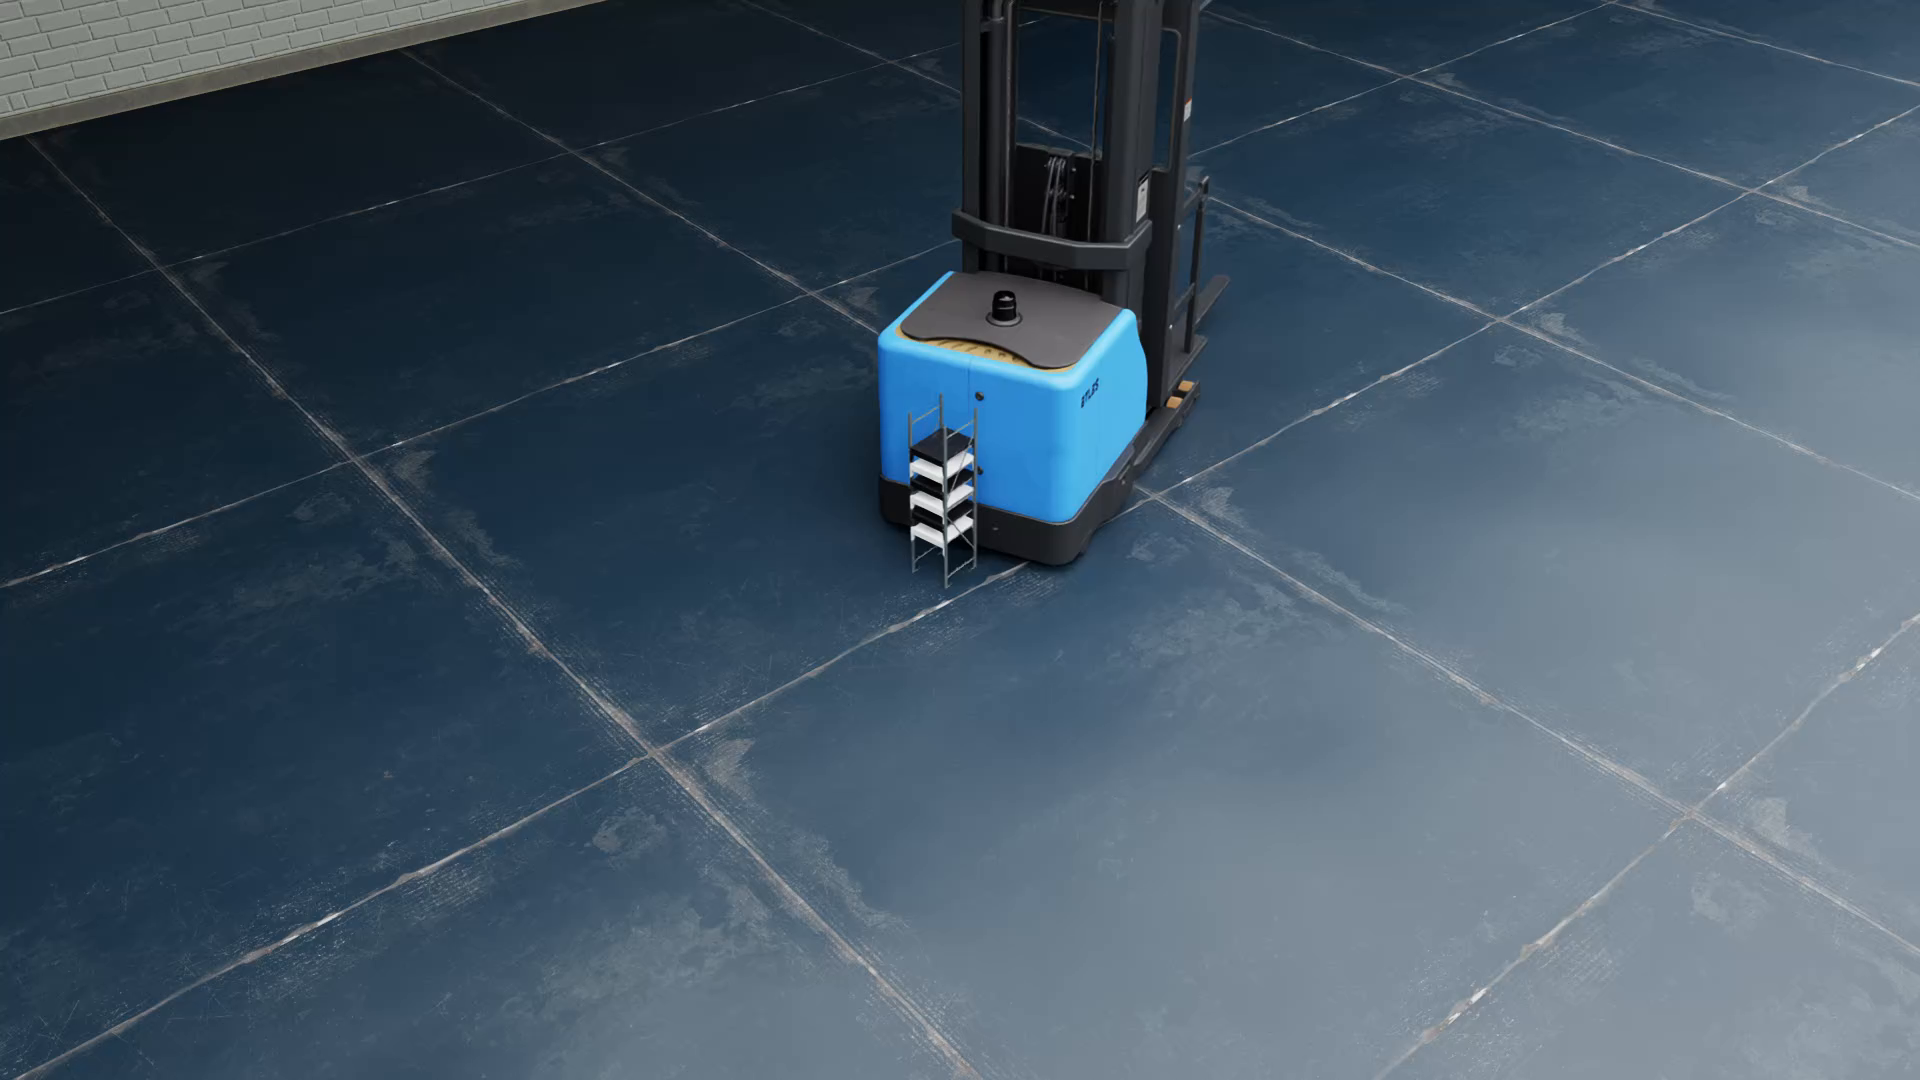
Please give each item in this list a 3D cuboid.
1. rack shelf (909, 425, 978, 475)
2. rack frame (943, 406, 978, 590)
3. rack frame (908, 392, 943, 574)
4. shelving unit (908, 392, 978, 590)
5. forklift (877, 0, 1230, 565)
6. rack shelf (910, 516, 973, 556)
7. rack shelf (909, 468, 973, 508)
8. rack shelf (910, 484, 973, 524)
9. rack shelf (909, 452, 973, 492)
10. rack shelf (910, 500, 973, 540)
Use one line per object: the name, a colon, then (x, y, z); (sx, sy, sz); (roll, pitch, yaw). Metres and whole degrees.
rack shelf: (-0.077, -0.415, 7.648); (0.200, 0.077, 0.258); (25, 42, 31)
rack frame: (0.002, -0.185, 7.732); (0.006, 0.900, 0.240); (25, 42, 31)
rack frame: (-0.156, -0.259, 7.837); (0.006, 0.900, 0.240); (25, 42, 31)
shelving unit: (-0.077, -0.222, 7.784); (0.210, 0.900, 0.258); (25, 42, 31)
forklift: (0.688, -1.916, 8.420); (1.130, 2.935, 3.031); (15, 38, 21)
rack shelf: (-0.077, -0.048, 7.908); (0.200, 0.077, 0.258); (25, 42, 31)
rack shelf: (-0.077, -0.268, 7.752); (0.200, 0.077, 0.258); (25, 42, 31)
rack shelf: (-0.077, -0.195, 7.804); (0.200, 0.077, 0.258); (25, 42, 31)
rack shelf: (-0.077, -0.341, 7.700); (0.200, 0.077, 0.258); (25, 42, 31)
rack shelf: (-0.077, -0.121, 7.856); (0.200, 0.077, 0.258); (25, 42, 31)
